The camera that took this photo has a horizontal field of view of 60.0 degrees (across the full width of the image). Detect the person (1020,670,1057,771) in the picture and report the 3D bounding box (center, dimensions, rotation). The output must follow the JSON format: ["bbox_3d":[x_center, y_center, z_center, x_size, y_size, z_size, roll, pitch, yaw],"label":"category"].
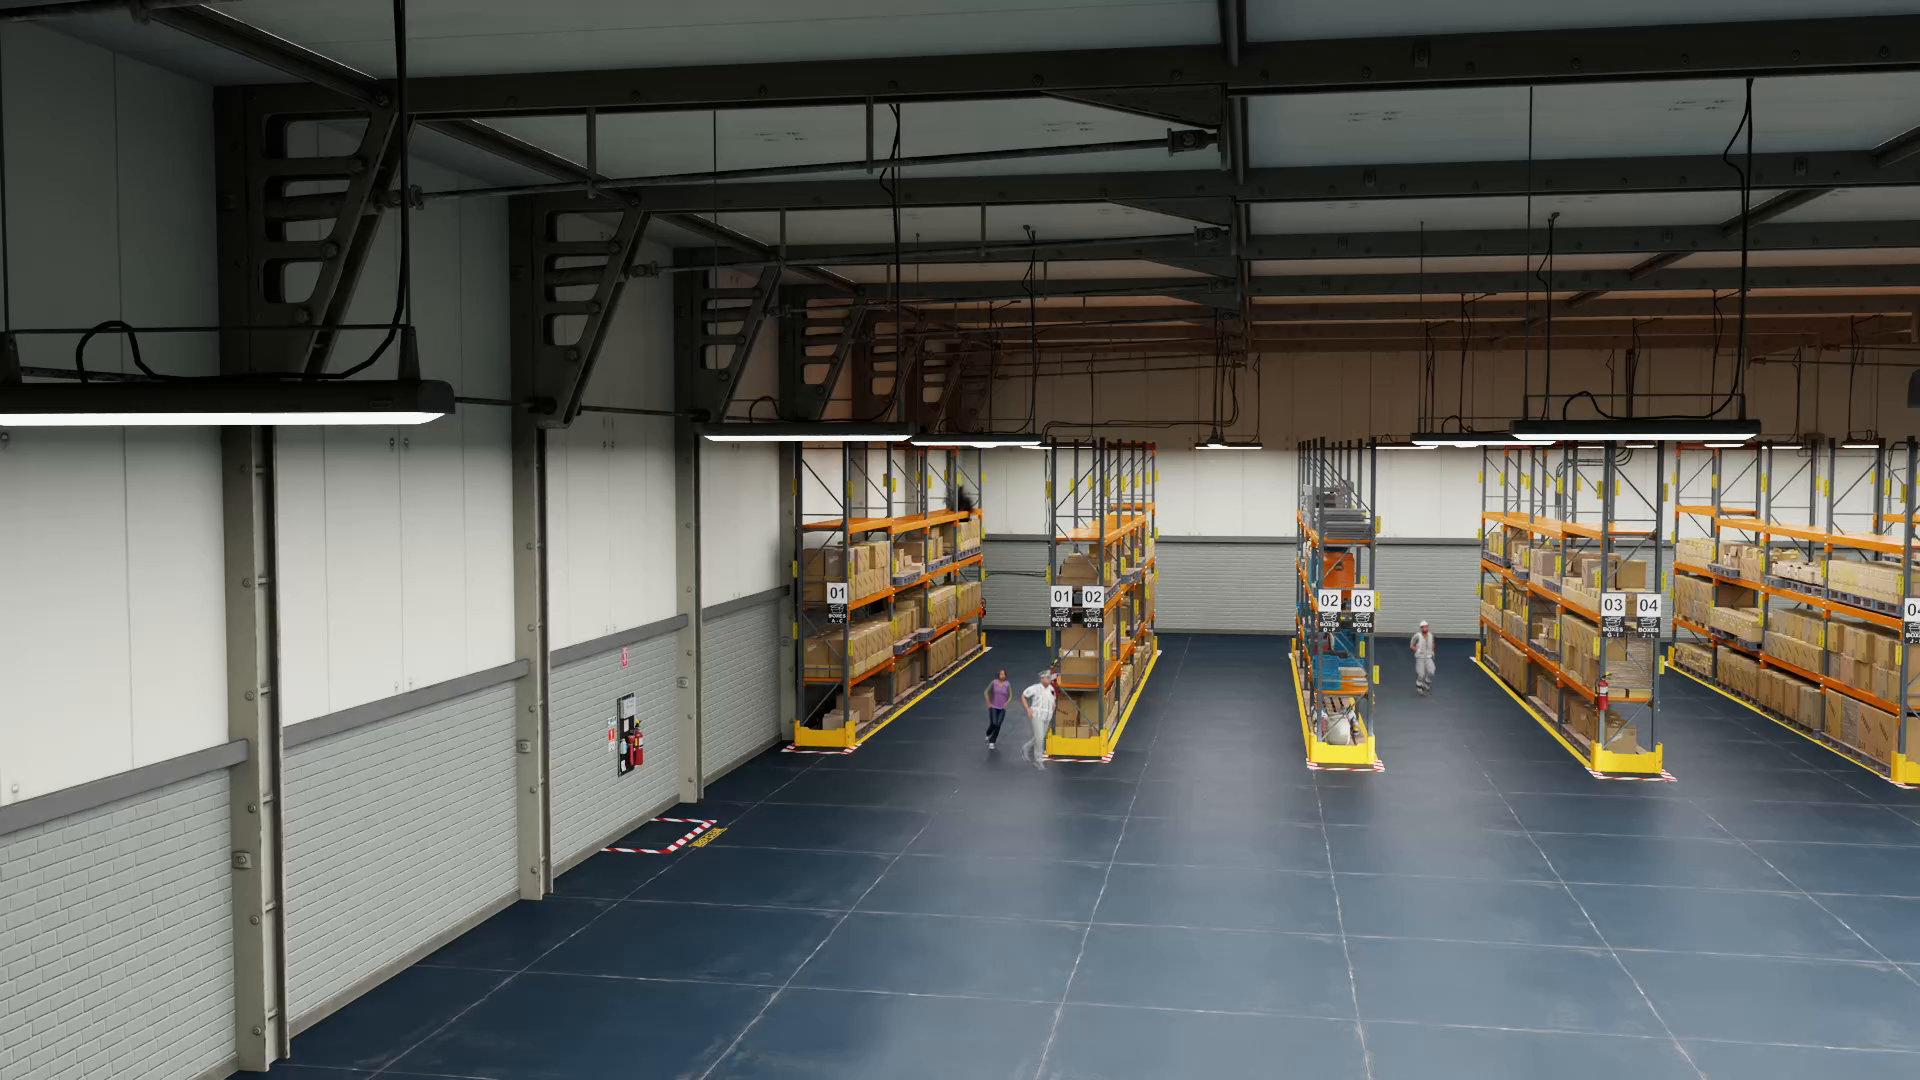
[{"bbox_3d":[1.469,3.263,30.354,0.695,1.798,0.894,-2,4,-38],"label":"person"}]

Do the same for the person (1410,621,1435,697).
[{"bbox_3d":[10.845,2.785,38.855,0.648,1.773,0.659,0,3,-4],"label":"person"}]

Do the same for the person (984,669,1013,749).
[{"bbox_3d":[0.756,3.252,32.058,0.540,1.544,0.510,0,3,-7],"label":"person"}]
